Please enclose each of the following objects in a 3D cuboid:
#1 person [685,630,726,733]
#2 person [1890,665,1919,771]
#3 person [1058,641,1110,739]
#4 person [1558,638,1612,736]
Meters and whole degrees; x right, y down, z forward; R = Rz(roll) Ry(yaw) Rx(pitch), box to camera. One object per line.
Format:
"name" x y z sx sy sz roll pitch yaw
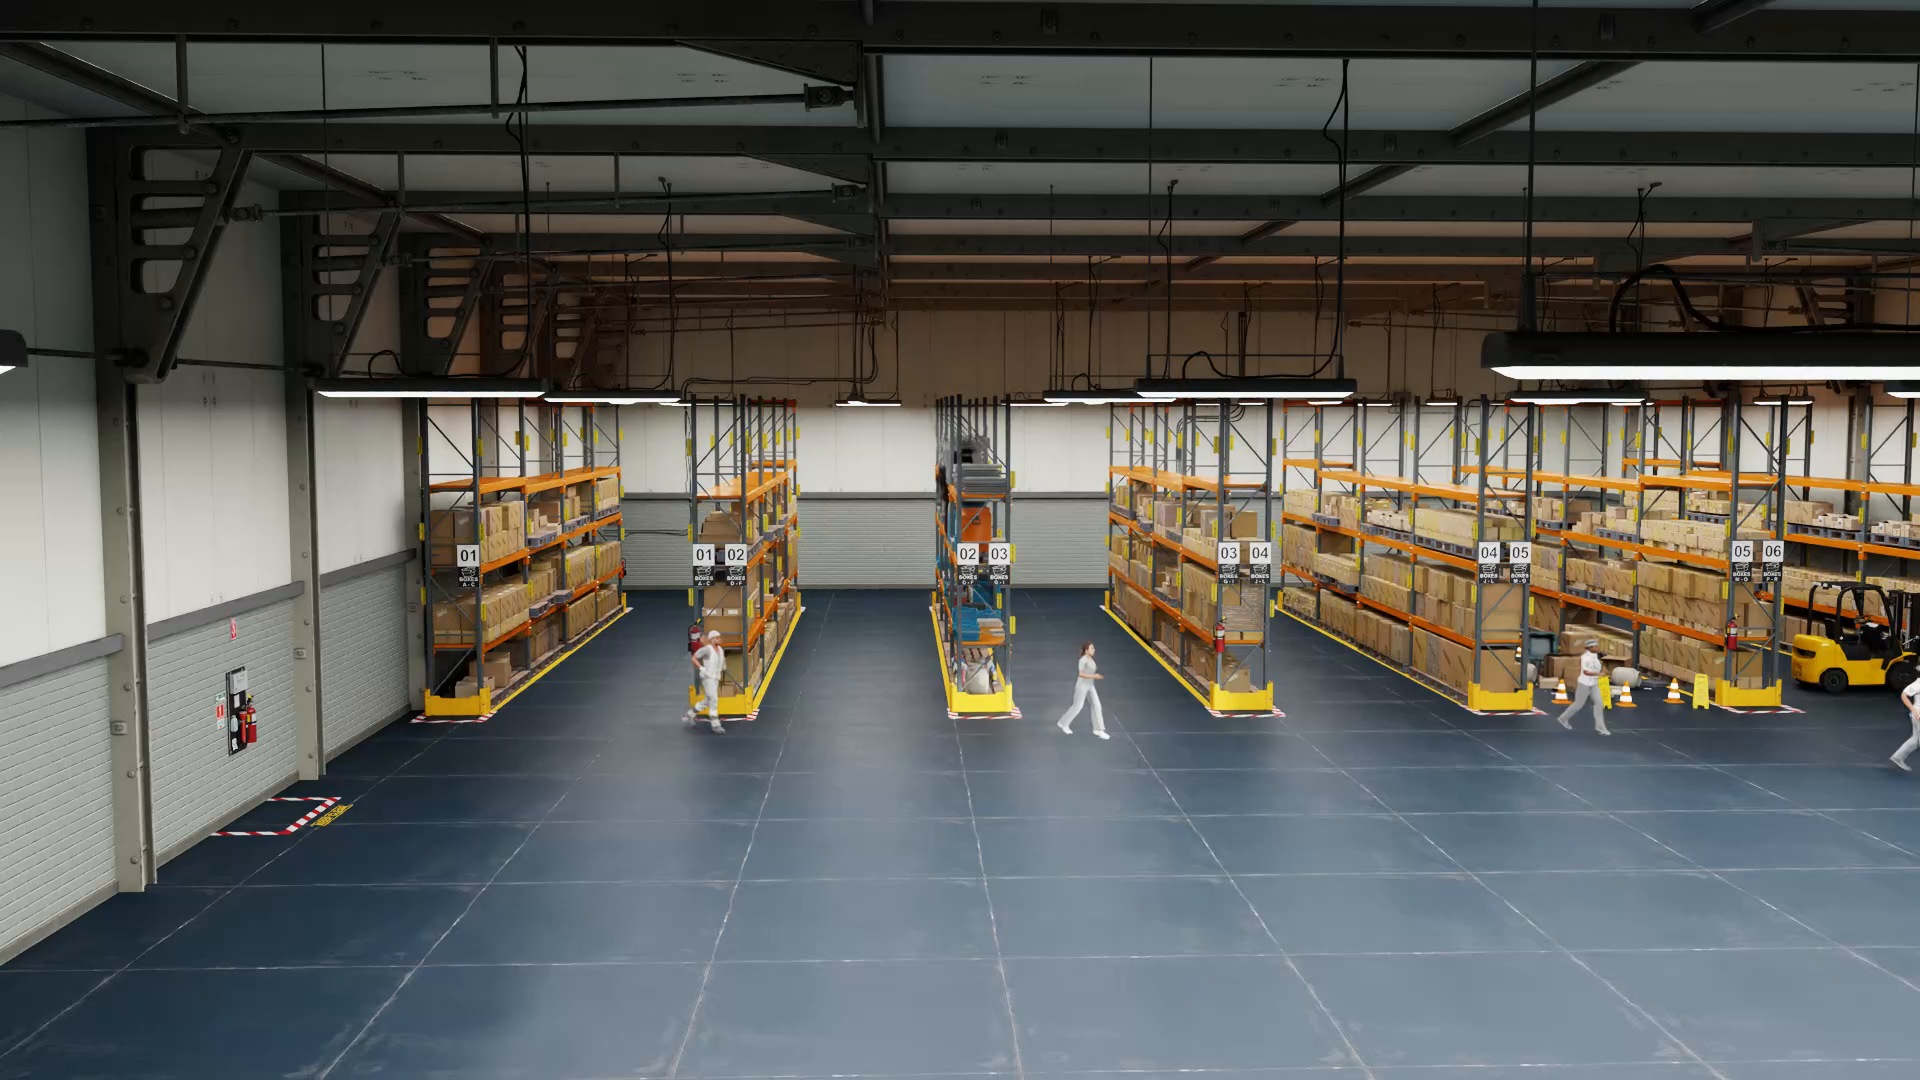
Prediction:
"person" -4.463 2.506 29.798 0.928 1.781 0.694 2 5 29
"person" 14.987 2.791 25.845 0.887 1.819 0.651 4 6 40
"person" 2.147 2.609 28.977 0.941 1.655 0.530 3 5 32
"person" 11.035 2.562 29.328 0.918 1.708 0.530 4 6 43
